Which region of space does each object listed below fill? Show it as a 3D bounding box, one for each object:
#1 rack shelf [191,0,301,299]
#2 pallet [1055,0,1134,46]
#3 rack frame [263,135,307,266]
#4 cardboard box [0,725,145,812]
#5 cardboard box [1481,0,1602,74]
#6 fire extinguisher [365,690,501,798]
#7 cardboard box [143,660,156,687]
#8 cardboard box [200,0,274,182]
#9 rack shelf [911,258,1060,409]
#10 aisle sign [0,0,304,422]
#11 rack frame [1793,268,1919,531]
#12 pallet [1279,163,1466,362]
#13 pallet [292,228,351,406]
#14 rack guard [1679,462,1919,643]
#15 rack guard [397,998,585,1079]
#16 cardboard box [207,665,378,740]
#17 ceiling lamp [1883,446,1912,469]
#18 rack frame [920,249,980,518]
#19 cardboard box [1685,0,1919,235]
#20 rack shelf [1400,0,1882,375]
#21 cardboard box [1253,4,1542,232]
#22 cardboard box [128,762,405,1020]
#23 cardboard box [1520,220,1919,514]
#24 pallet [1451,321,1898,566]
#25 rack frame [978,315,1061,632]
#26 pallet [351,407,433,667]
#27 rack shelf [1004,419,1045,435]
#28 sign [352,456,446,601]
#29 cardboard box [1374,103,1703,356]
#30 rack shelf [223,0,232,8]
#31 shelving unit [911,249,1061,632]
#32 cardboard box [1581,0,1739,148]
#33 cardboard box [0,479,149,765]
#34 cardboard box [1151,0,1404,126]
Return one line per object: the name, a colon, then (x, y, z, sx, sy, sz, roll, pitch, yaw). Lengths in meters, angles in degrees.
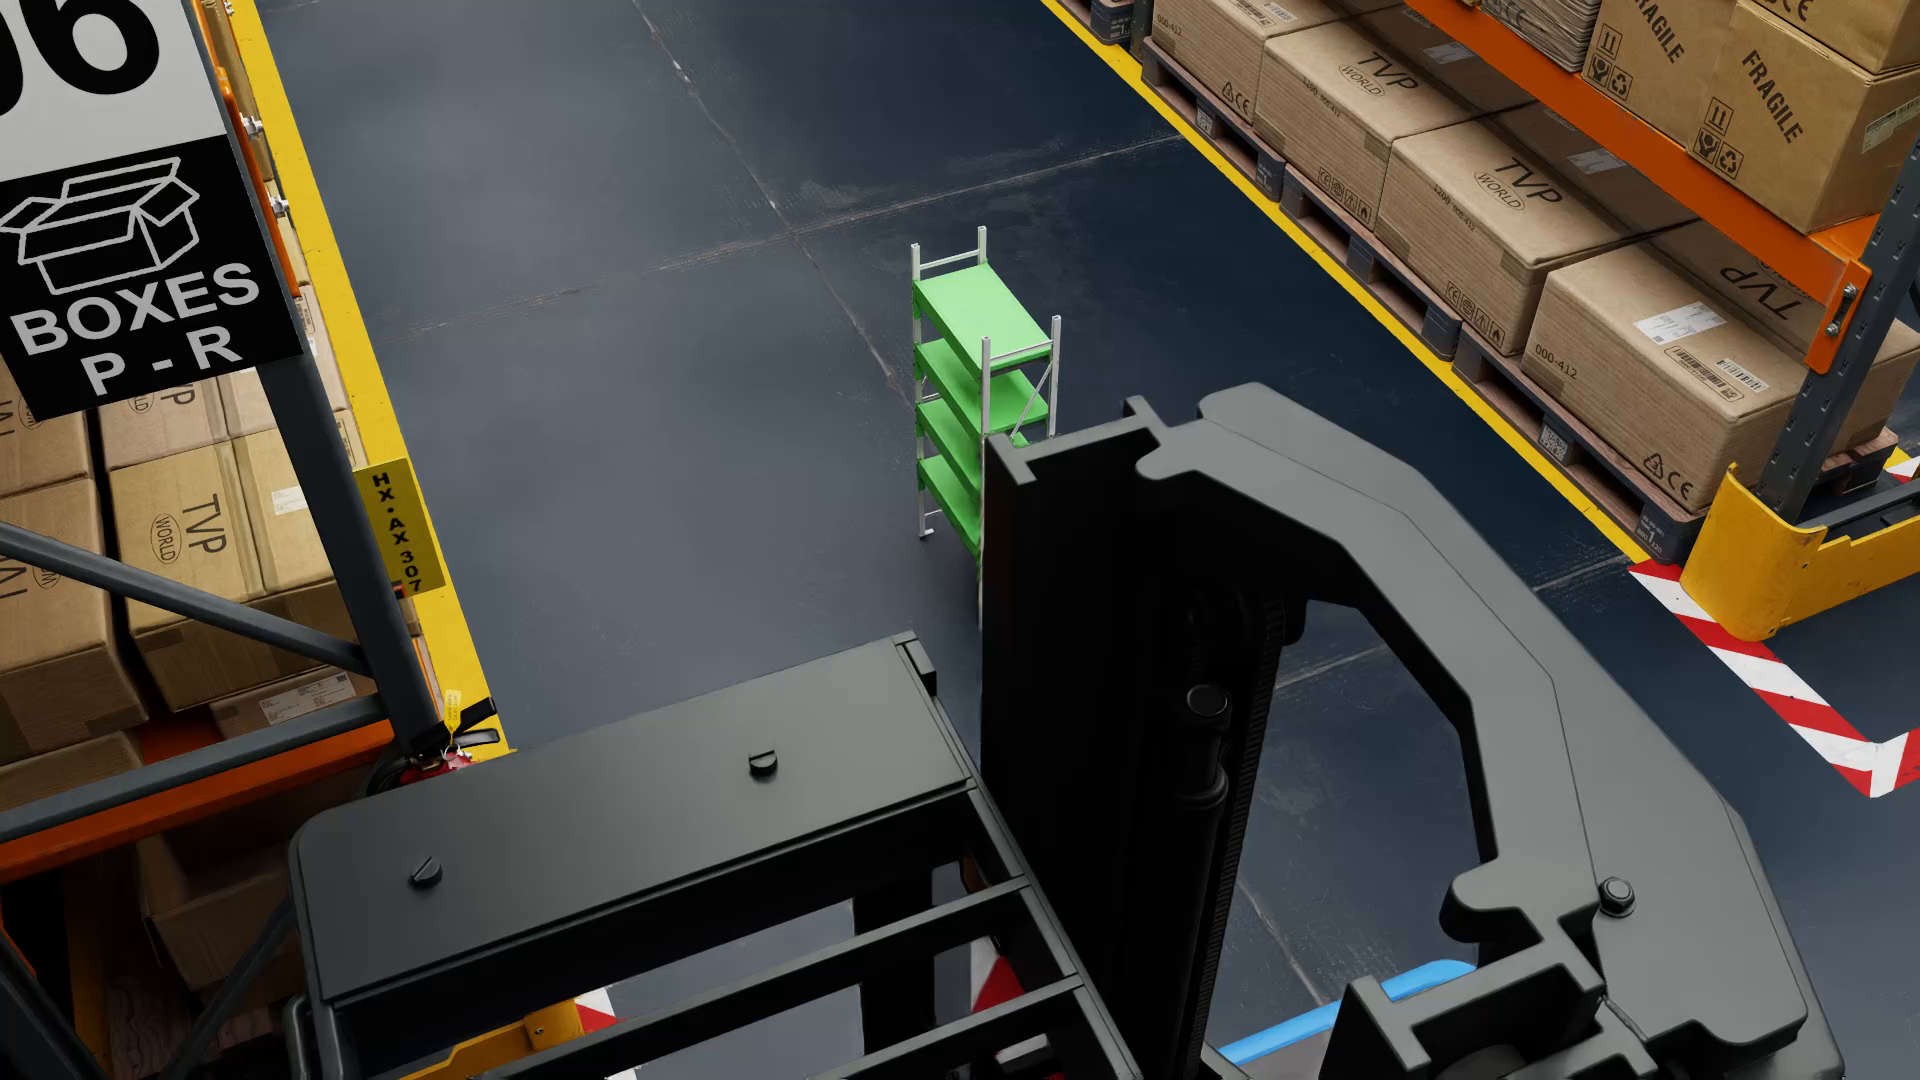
rack shelf: (-2.349, -1.634, 3.647, 1.077, 0.370, 4.000, -18, 47, -17)
pallet: (0.919, -3.042, 8.683, 1.003, 0.211, 1.213, -18, 47, -17)
rack frame: (-3.190, -2.097, 5.739, 1.000, 3.000, 0.127, -18, 47, -17)
cardboard box: (-1.891, 0.410, 3.378, 0.380, 0.149, 0.250, -19, 48, -18)
cardboard box: (2.128, -1.930, 5.499, 0.500, 0.500, 0.500, -17, 47, -16)
fire extinguisher: (-1.027, 0.570, 3.358, 0.296, 0.674, 0.183, -18, 47, -17)
cardboard box: (-1.942, 0.230, 3.560, 0.380, 0.149, 0.250, -17, 47, -16)
cardboard box: (-2.086, -1.192, 4.183, 0.500, 0.500, 0.500, -17, 47, -16)
rack shelf: (0.070, -0.618, 4.929, 0.258, 0.148, 0.480, -18, 47, -17)
aisle sign: (-1.213, -0.516, 2.287, 0.394, 0.787, 0.004, -18, 47, -17)
rack frame: (2.990, -1.015, 4.643, 0.949, 2.616, 0.053, -18, 47, -17)
pallet: (2.077, -1.286, 6.903, 1.003, 0.211, 1.213, -18, 47, -17)
pallet: (-2.903, -0.666, 6.275, 1.003, 0.211, 1.213, -18, 47, -17)
rack guard: (3.004, -0.111, 5.506, 1.175, 0.500, 0.348, -18, 47, -17)
rack guard: (-1.540, 1.294, 4.083, 1.175, 0.500, 0.348, -18, 47, -17)
cardboard box: (-1.398, 0.251, 3.539, 0.380, 0.149, 0.250, -18, 48, -18)
ceiling lamp: (2.675, -1.378, 7.146, 0.159, 0.001, 3.459, -18, 47, -17)
rack frame: (-0.034, -0.477, 5.379, 0.228, 1.046, 0.006, -18, 47, -17)
cardboard box: (2.551, -1.281, 4.841, 0.500, 0.500, 0.500, -18, 47, -17)
rack shelf: (2.153, -2.034, 6.188, 1.077, 0.370, 4.000, -18, 47, -17)
cardboard box: (1.855, -1.800, 6.964, 0.875, 0.438, 0.875, -19, 48, -19)
cardboard box: (-1.680, 0.774, 4.309, 0.797, 0.503, 0.637, -20, 48, -19)
cardboard box: (2.625, -0.645, 5.793, 0.875, 0.438, 0.875, -20, 48, -19)
pallet: (2.586, -0.510, 6.116, 1.003, 0.211, 1.213, -18, 47, -17)
rack frame: (0.172, -0.166, 5.064, 0.240, 1.200, 0.015, -18, 47, -17)
pallet: (-2.386, 0.112, 5.486, 1.003, 0.211, 1.213, -18, 47, -17)
rack shelf: (0.070, -0.467, 5.078, 0.199, 0.029, 0.442, -18, 47, -17)
sign: (-1.016, -0.016, 3.014, 0.100, 0.325, 0.005, -18, 47, -17)
cardboard box: (2.233, -1.225, 6.381, 0.875, 0.438, 0.875, -17, 47, -16)
rack shelf: (-4.031, -3.115, 7.284, 1.077, 0.370, 4.000, -18, 47, -17)
shelving unit: (4.177, -4.790, 9.751, 13.061, 1.200, 8.595, -18, 47, -17)
cardboard box: (2.353, -1.605, 5.170, 0.500, 0.500, 0.500, -19, 48, -18)
cardboard box: (-1.943, 0.185, 3.322, 0.500, 0.250, 0.500, -17, 47, -16)
cardboard box: (1.478, -2.371, 7.542, 0.875, 0.438, 0.875, -19, 48, -18)
